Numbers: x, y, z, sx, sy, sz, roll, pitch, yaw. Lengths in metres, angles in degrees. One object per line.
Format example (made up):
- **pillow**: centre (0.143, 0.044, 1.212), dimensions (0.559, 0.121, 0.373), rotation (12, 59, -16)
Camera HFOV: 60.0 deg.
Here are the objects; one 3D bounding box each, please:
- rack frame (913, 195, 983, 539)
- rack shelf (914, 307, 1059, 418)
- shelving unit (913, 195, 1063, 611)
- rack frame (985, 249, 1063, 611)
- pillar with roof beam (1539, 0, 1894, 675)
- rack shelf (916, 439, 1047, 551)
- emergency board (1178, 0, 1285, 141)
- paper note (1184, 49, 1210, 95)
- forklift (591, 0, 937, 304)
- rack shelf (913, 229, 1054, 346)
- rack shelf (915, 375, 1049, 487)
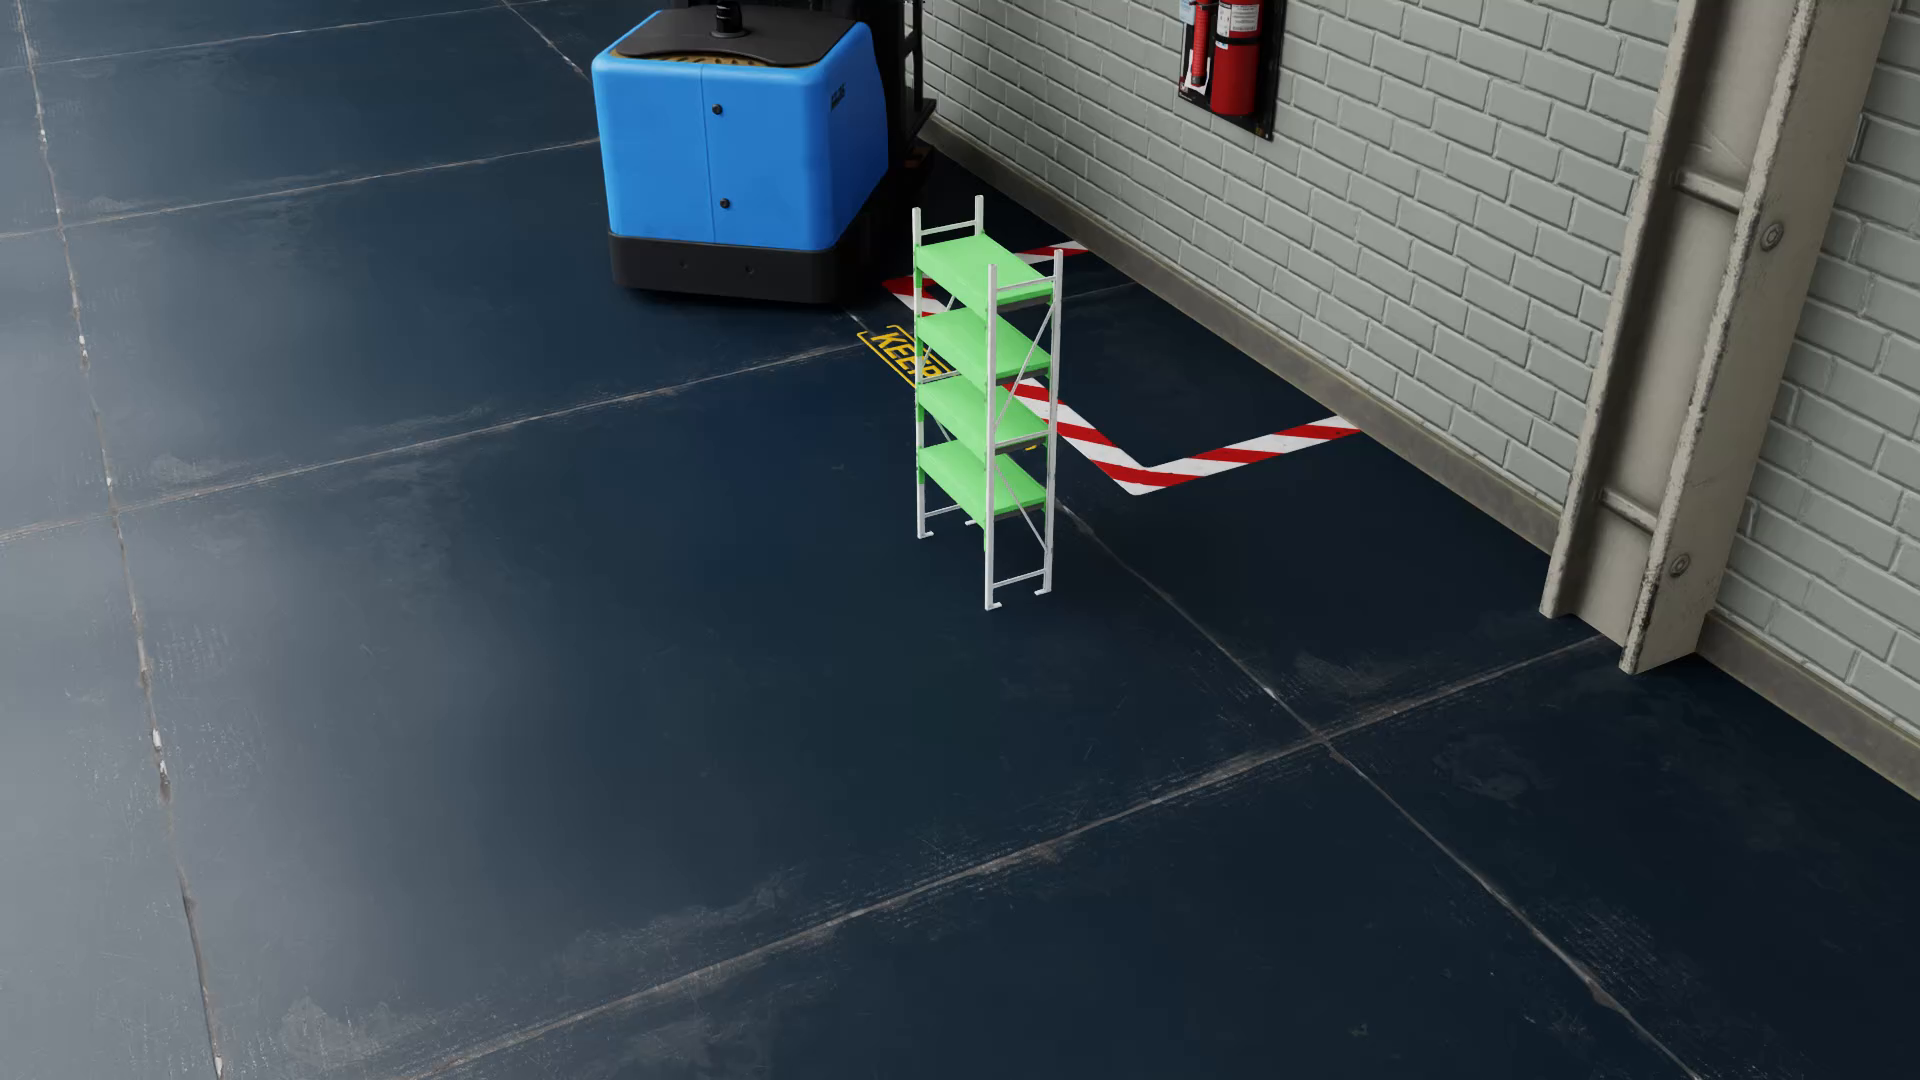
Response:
- **rack frame**: centre (-0.037, -0.543, 5.485), dimensions (0.240, 1.200, 0.015), rotation (-16, 36, -23)
- **rack shelf**: centre (0.077, -0.574, 5.208), dimensions (0.258, 0.148, 0.480), rotation (-16, 36, -23)
- **shelving unit**: centre (0.077, -0.426, 5.303), dimensions (0.258, 1.200, 0.503), rotation (-16, 36, -23)
- **rack frame**: centre (0.191, -0.310, 5.121), dimensions (0.240, 1.200, 0.015), rotation (-16, 36, -23)
- **pillar with roof beam**: centre (-1.706, -2.423, 1.190), dimensions (9.100, 9.000, 0.400), rotation (-16, 36, -23)
- **rack shelf**: centre (0.077, -0.170, 5.467), dimensions (0.258, 0.148, 0.480), rotation (-16, 36, -23)
- **emergency board**: centre (0.984, -2.169, 6.354), dimensions (0.194, 1.169, 0.643), rotation (-16, 36, -23)
- **paper note**: centre (0.963, -1.899, 6.751), dimensions (0.016, 0.148, 0.142), rotation (-16, 36, -23)
- **forklift**: centre (-0.748, -3.044, 7.784), dimensions (1.130, 2.935, 3.031), rotation (6, 33, 10)
- **rack shelf**: centre (0.077, -0.777, 5.079), dimensions (0.258, 0.148, 0.480), rotation (-16, 36, -23)
- **rack shelf**: centre (0.077, -0.372, 5.337), dimensions (0.258, 0.148, 0.480), rotation (-16, 36, -23)
